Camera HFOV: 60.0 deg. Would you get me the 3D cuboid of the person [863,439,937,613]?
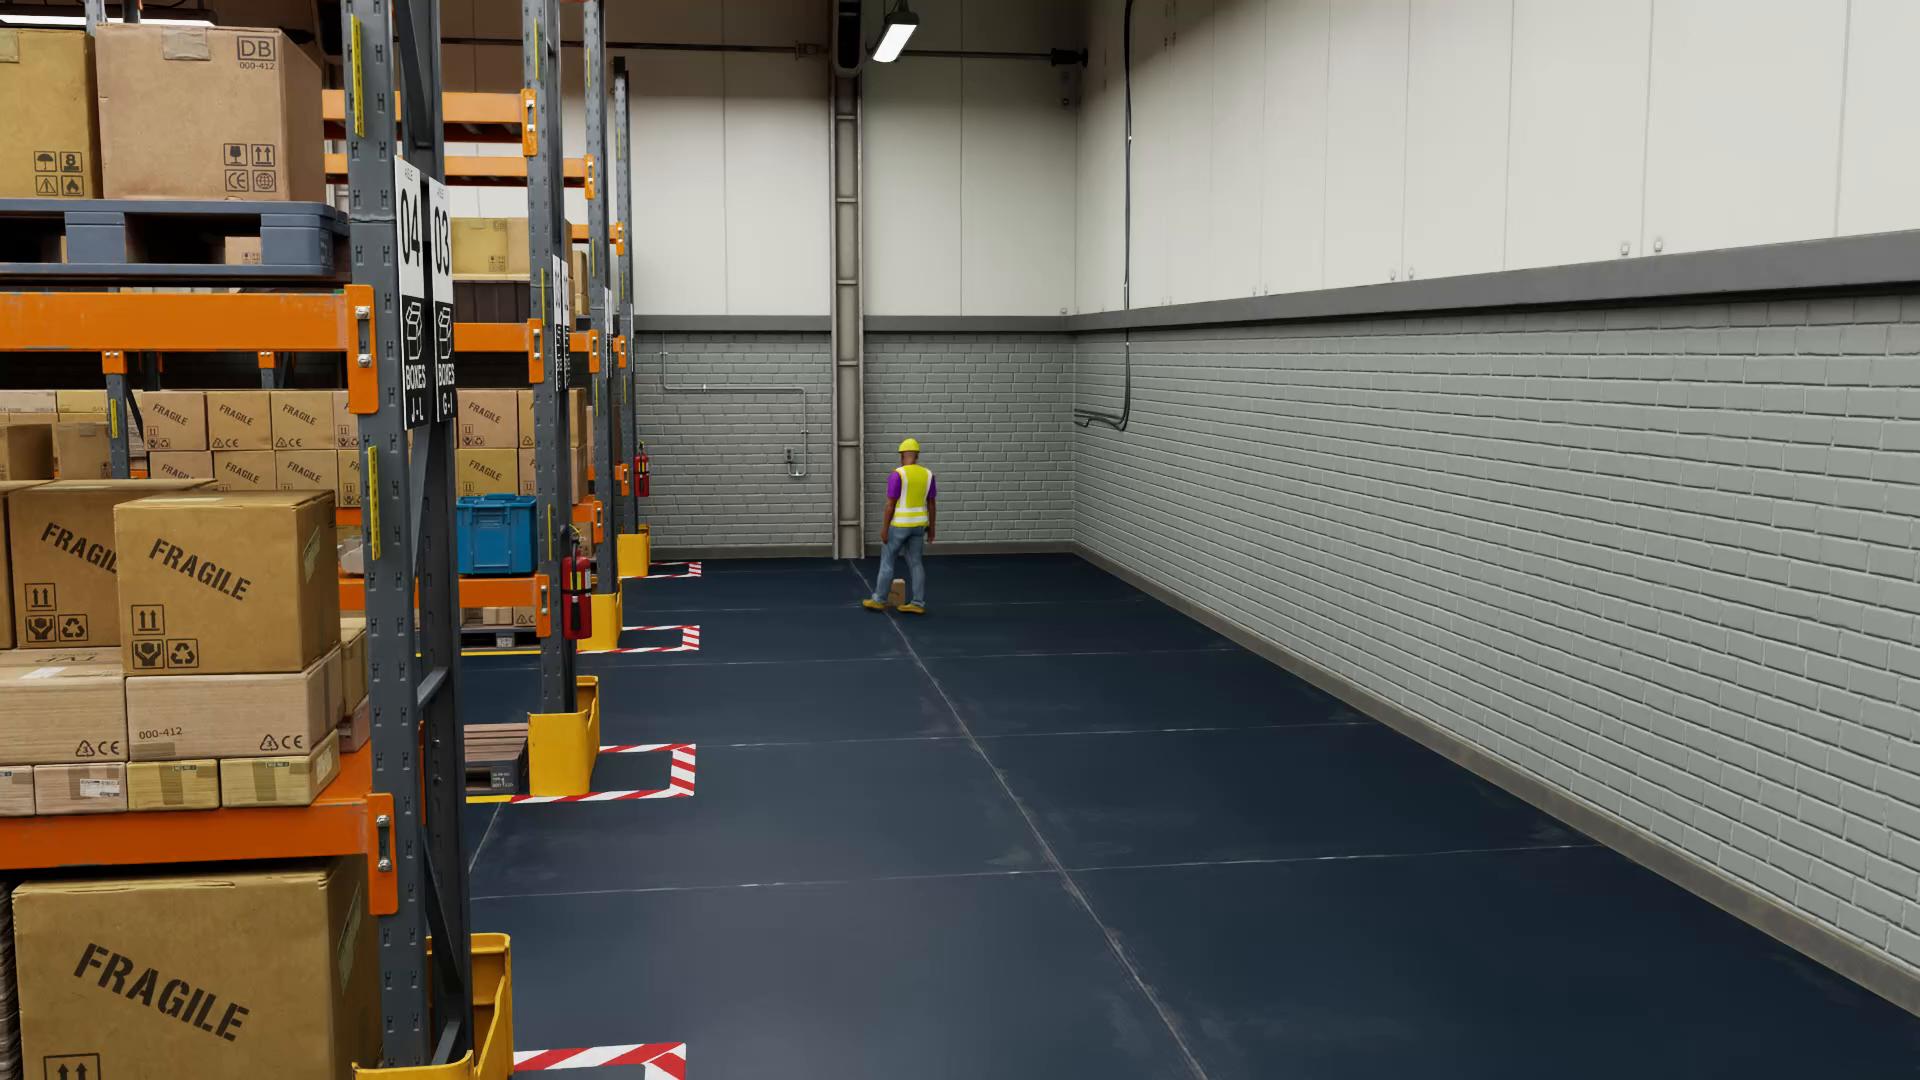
[{"bbox_3d":[-0.621,-0.156,16.934,0.598,1.762,0.692,-5,8,-38],"label":"person"}]
